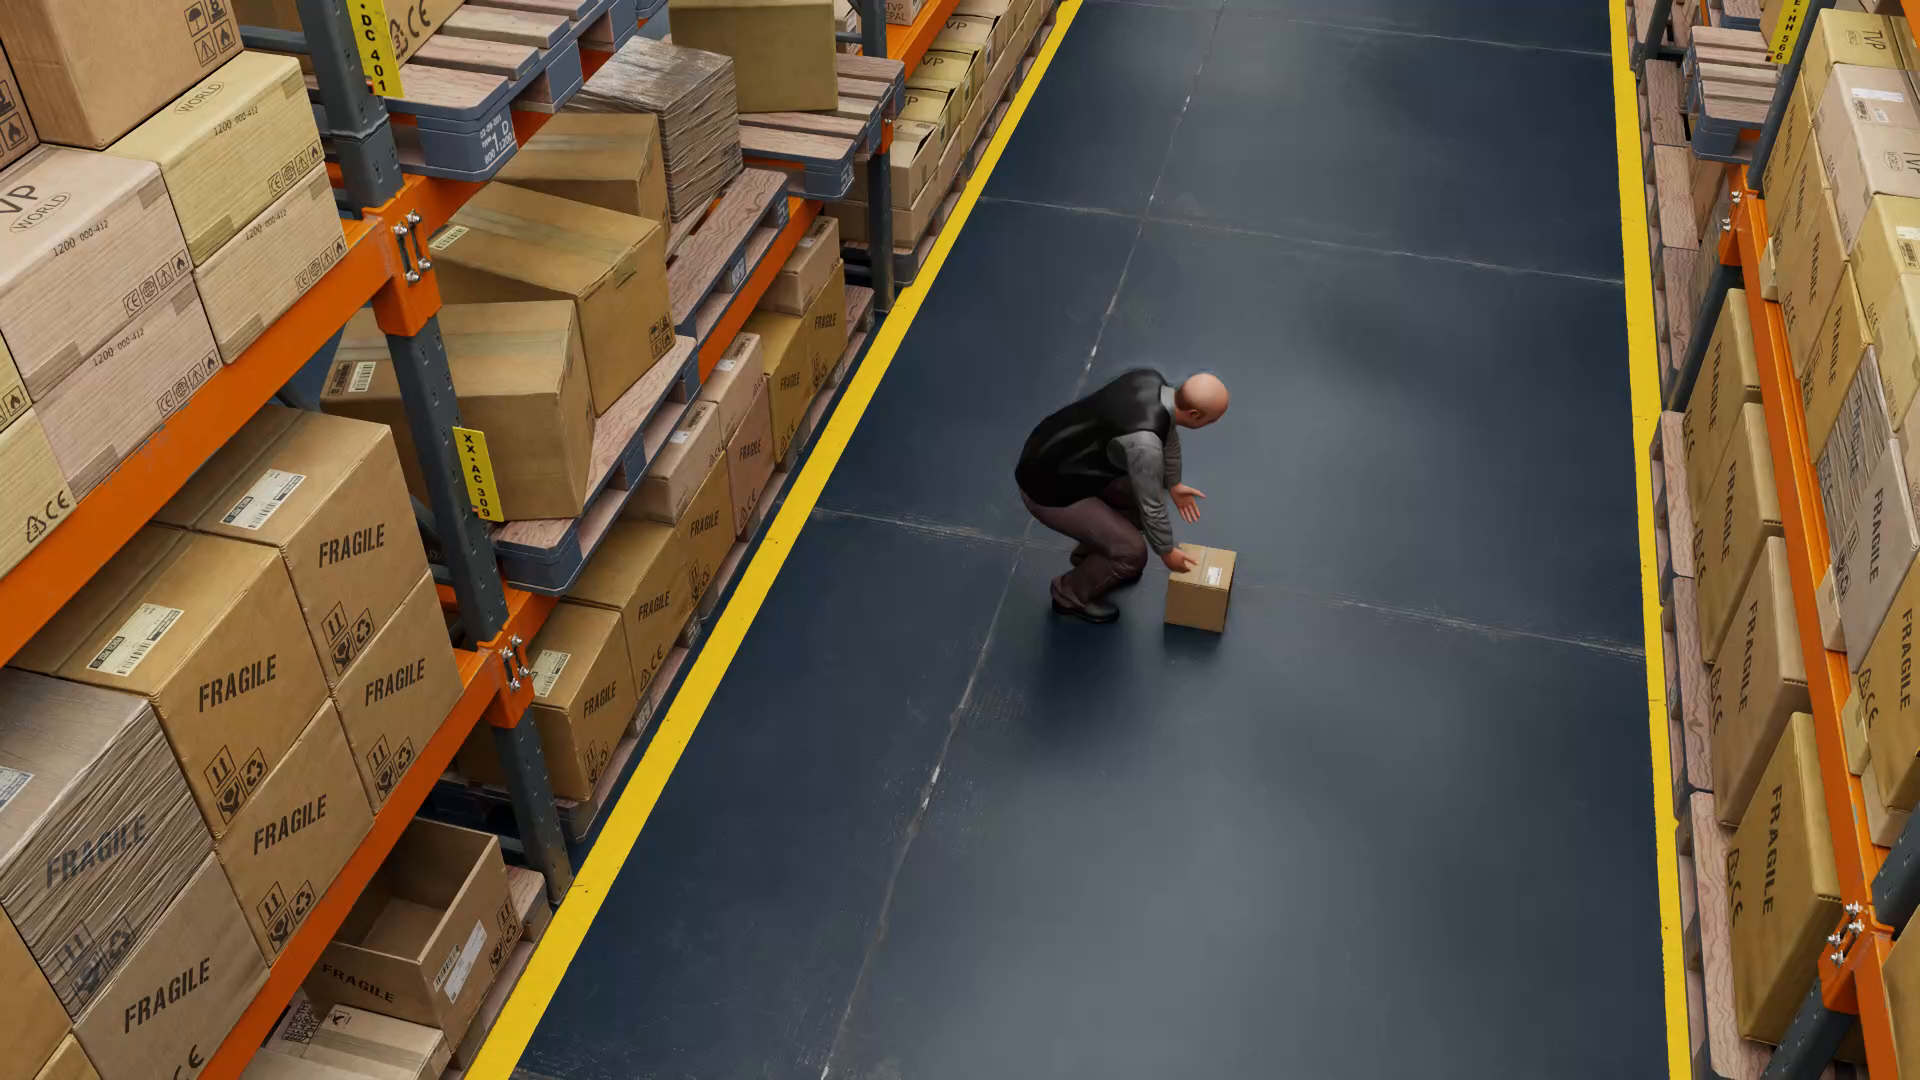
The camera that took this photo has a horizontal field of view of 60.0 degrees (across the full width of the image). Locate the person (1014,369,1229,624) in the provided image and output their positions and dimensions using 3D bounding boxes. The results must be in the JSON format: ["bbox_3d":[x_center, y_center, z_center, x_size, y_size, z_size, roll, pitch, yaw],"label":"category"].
[{"bbox_3d":[0.652,-0.230,6.871,0.814,1.168,0.573,10,42,11],"label":"person"}]
